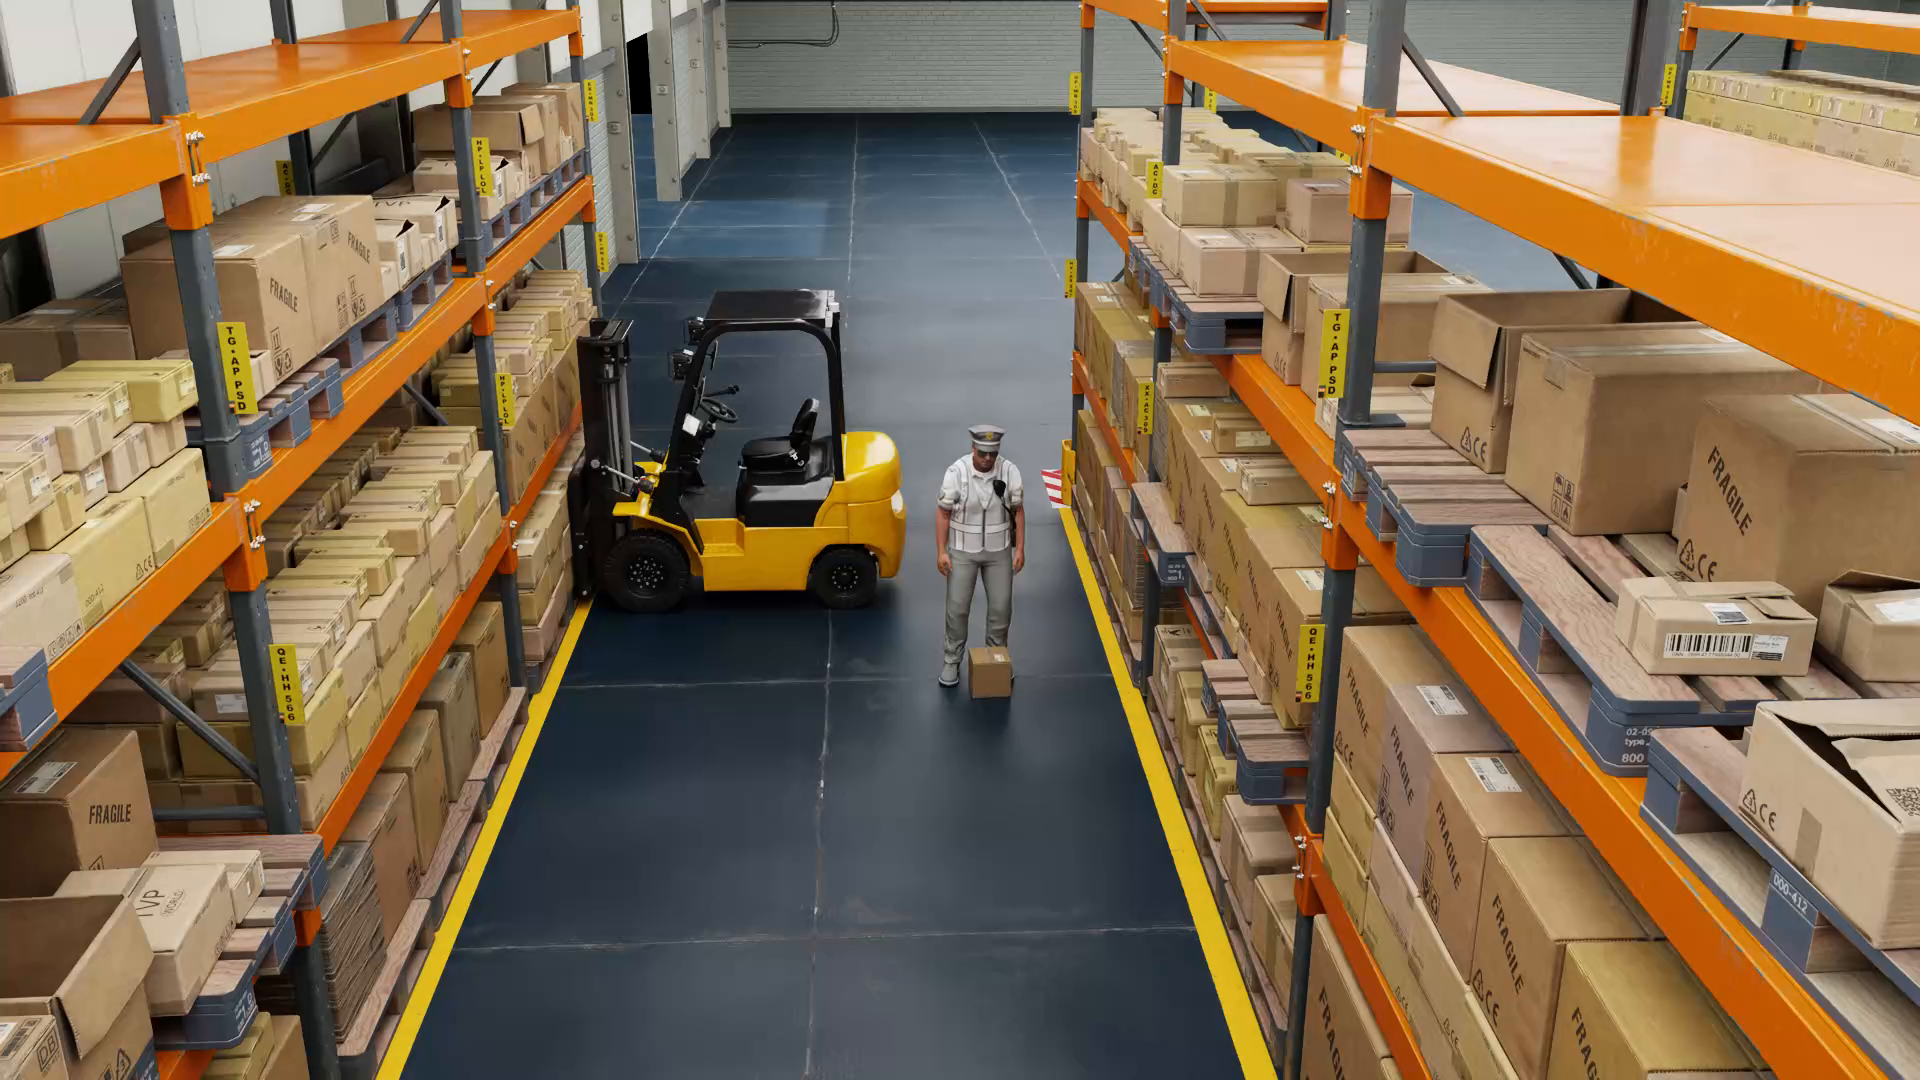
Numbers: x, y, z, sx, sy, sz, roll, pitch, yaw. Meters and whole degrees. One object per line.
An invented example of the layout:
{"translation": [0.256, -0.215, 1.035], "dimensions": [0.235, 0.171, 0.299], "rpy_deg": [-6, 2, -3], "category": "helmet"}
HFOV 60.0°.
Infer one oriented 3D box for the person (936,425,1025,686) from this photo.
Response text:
{"translation": [0.134, 0.069, 10.877], "dimensions": [0.587, 1.748, 0.436], "rpy_deg": [-3, 20, -7], "category": "person"}
